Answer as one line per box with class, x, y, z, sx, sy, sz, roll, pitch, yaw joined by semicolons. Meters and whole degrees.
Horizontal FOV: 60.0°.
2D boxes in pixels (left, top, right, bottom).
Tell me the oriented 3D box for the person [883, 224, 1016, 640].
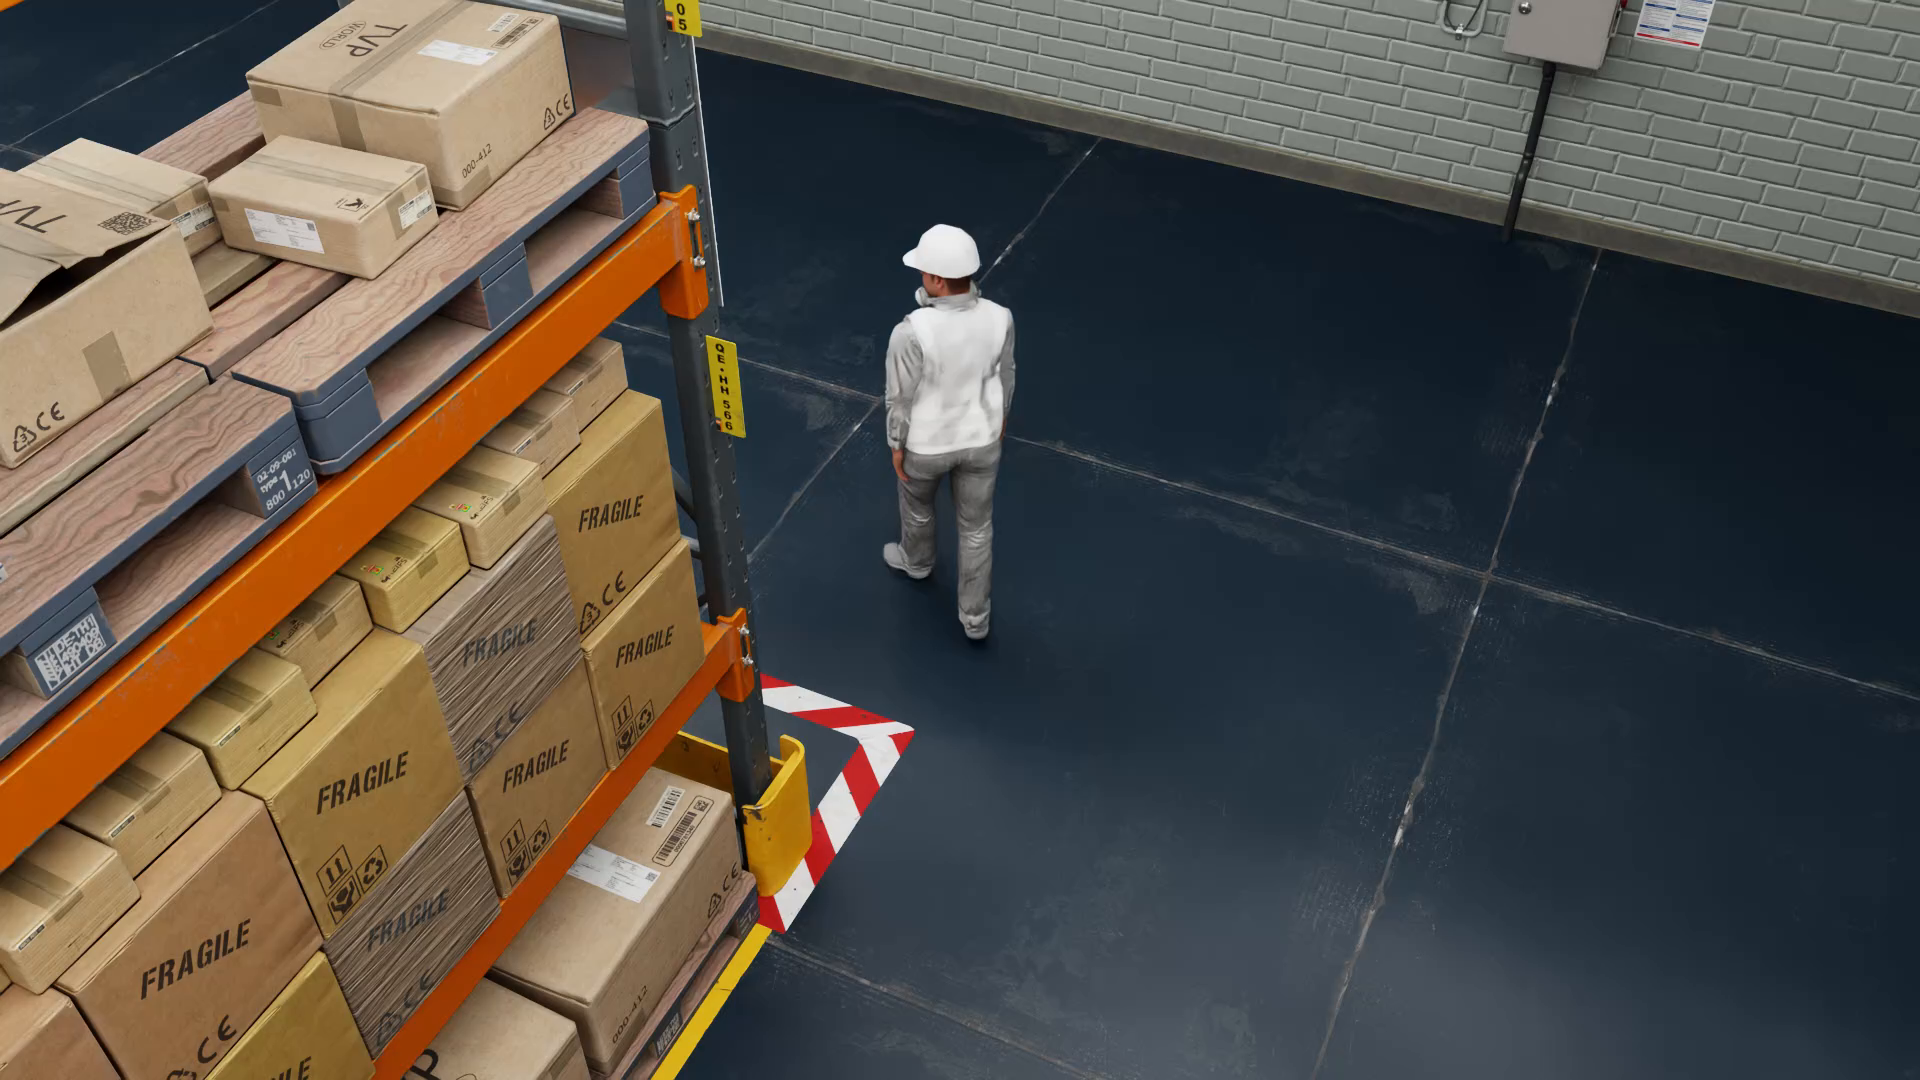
person;-0.031;-0.425;6.619;0.545;1.781;0.741;-10;43;-11
